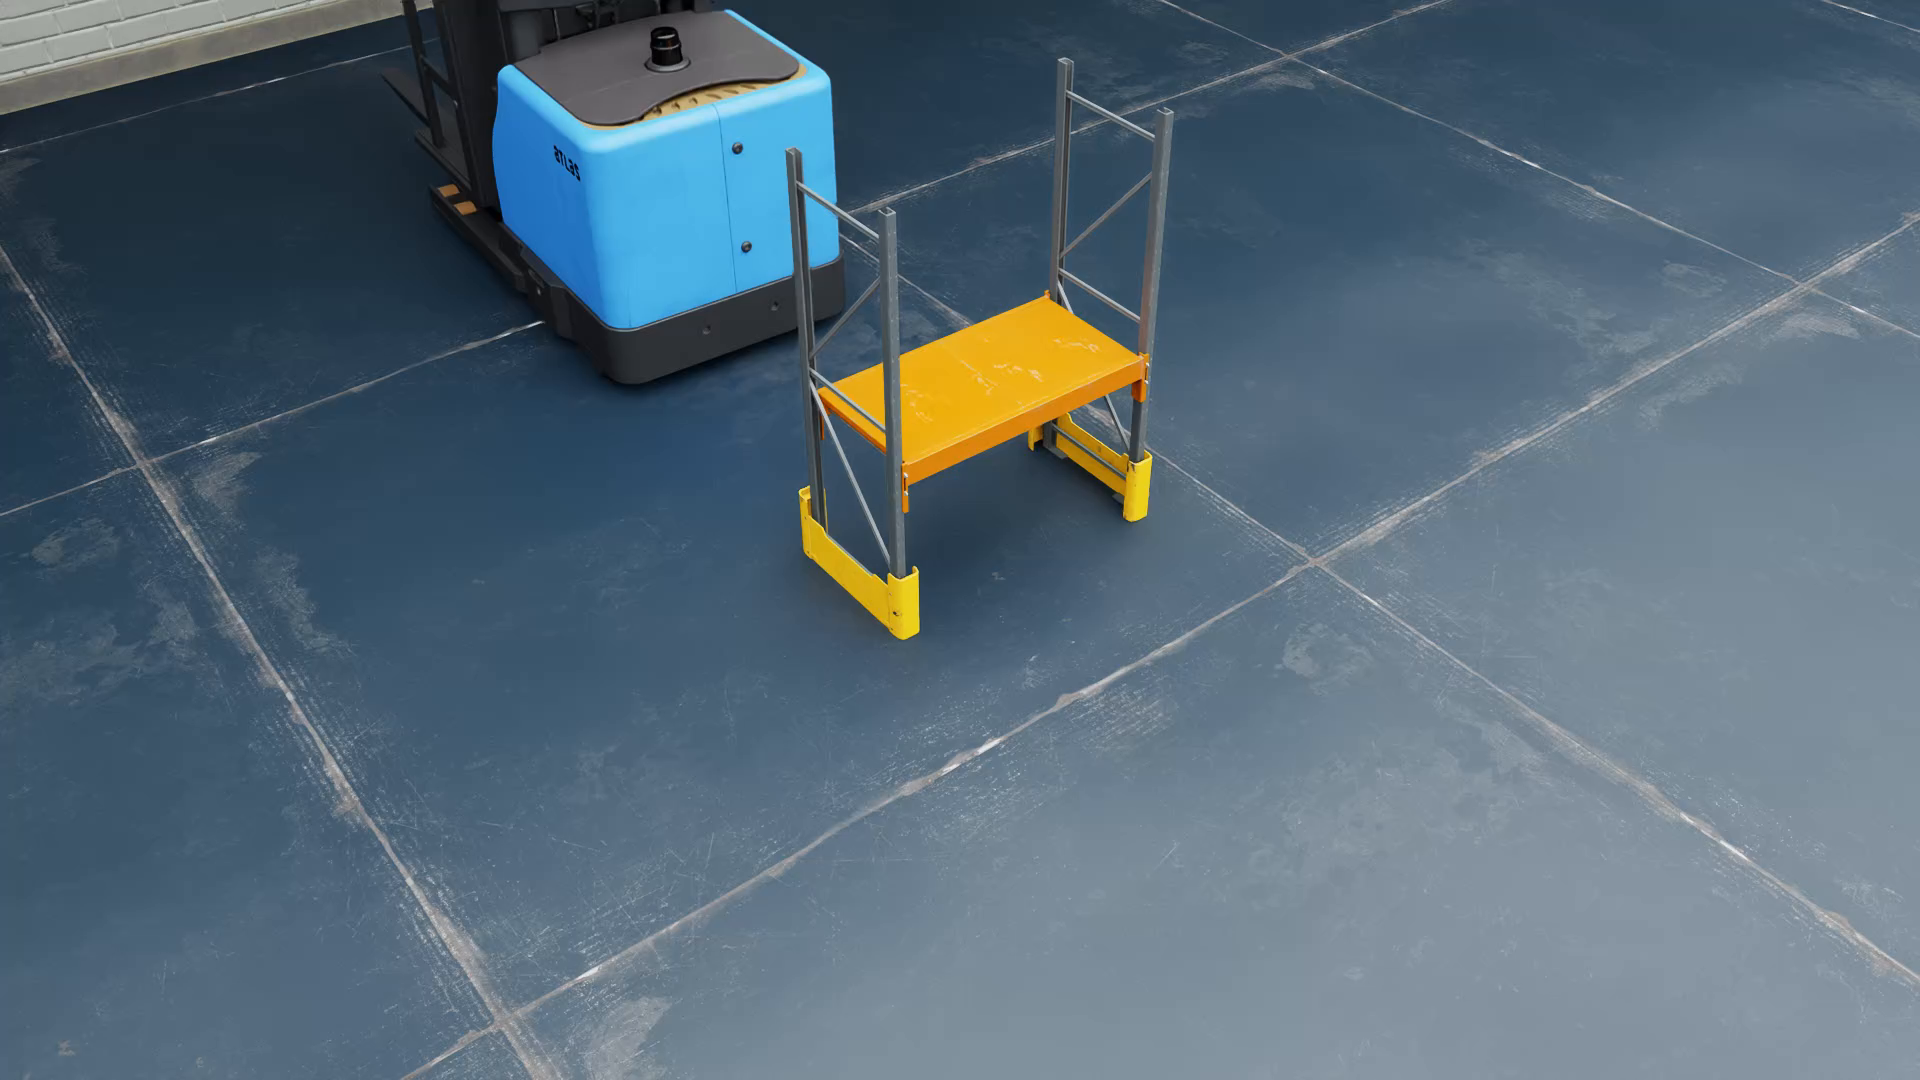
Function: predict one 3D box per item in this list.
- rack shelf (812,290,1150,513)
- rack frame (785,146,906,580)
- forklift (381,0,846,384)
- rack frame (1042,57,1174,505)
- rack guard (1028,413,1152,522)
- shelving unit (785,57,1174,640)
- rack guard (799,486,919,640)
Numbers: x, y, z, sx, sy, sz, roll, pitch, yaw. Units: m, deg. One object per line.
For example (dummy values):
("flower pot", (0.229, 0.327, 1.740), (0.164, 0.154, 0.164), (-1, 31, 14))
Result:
("rack shelf", (0.068, -0.474, 5.429), (1.000, 0.185, 0.538), (-26, 46, -28))
("rack frame", (-0.335, -0.416, 5.075), (0.032, 1.500, 0.500), (-26, 46, -28))
("forklift", (-1.724, -2.623, 6.637), (1.130, 2.935, 3.031), (-24, 45, -26))
("rack frame", (0.471, -0.809, 5.554), (0.032, 1.500, 0.500), (-26, 46, -28))
("rack guard", (0.455, -0.319, 5.941), (0.087, 0.250, 0.587), (-26, 46, -28))
("shelving unit", (0.060, -0.609, 5.310), (1.083, 1.500, 0.587), (-26, 46, -28))
("rack guard", (-0.334, 0.066, 5.472), (0.087, 0.250, 0.587), (-26, 46, -28))
